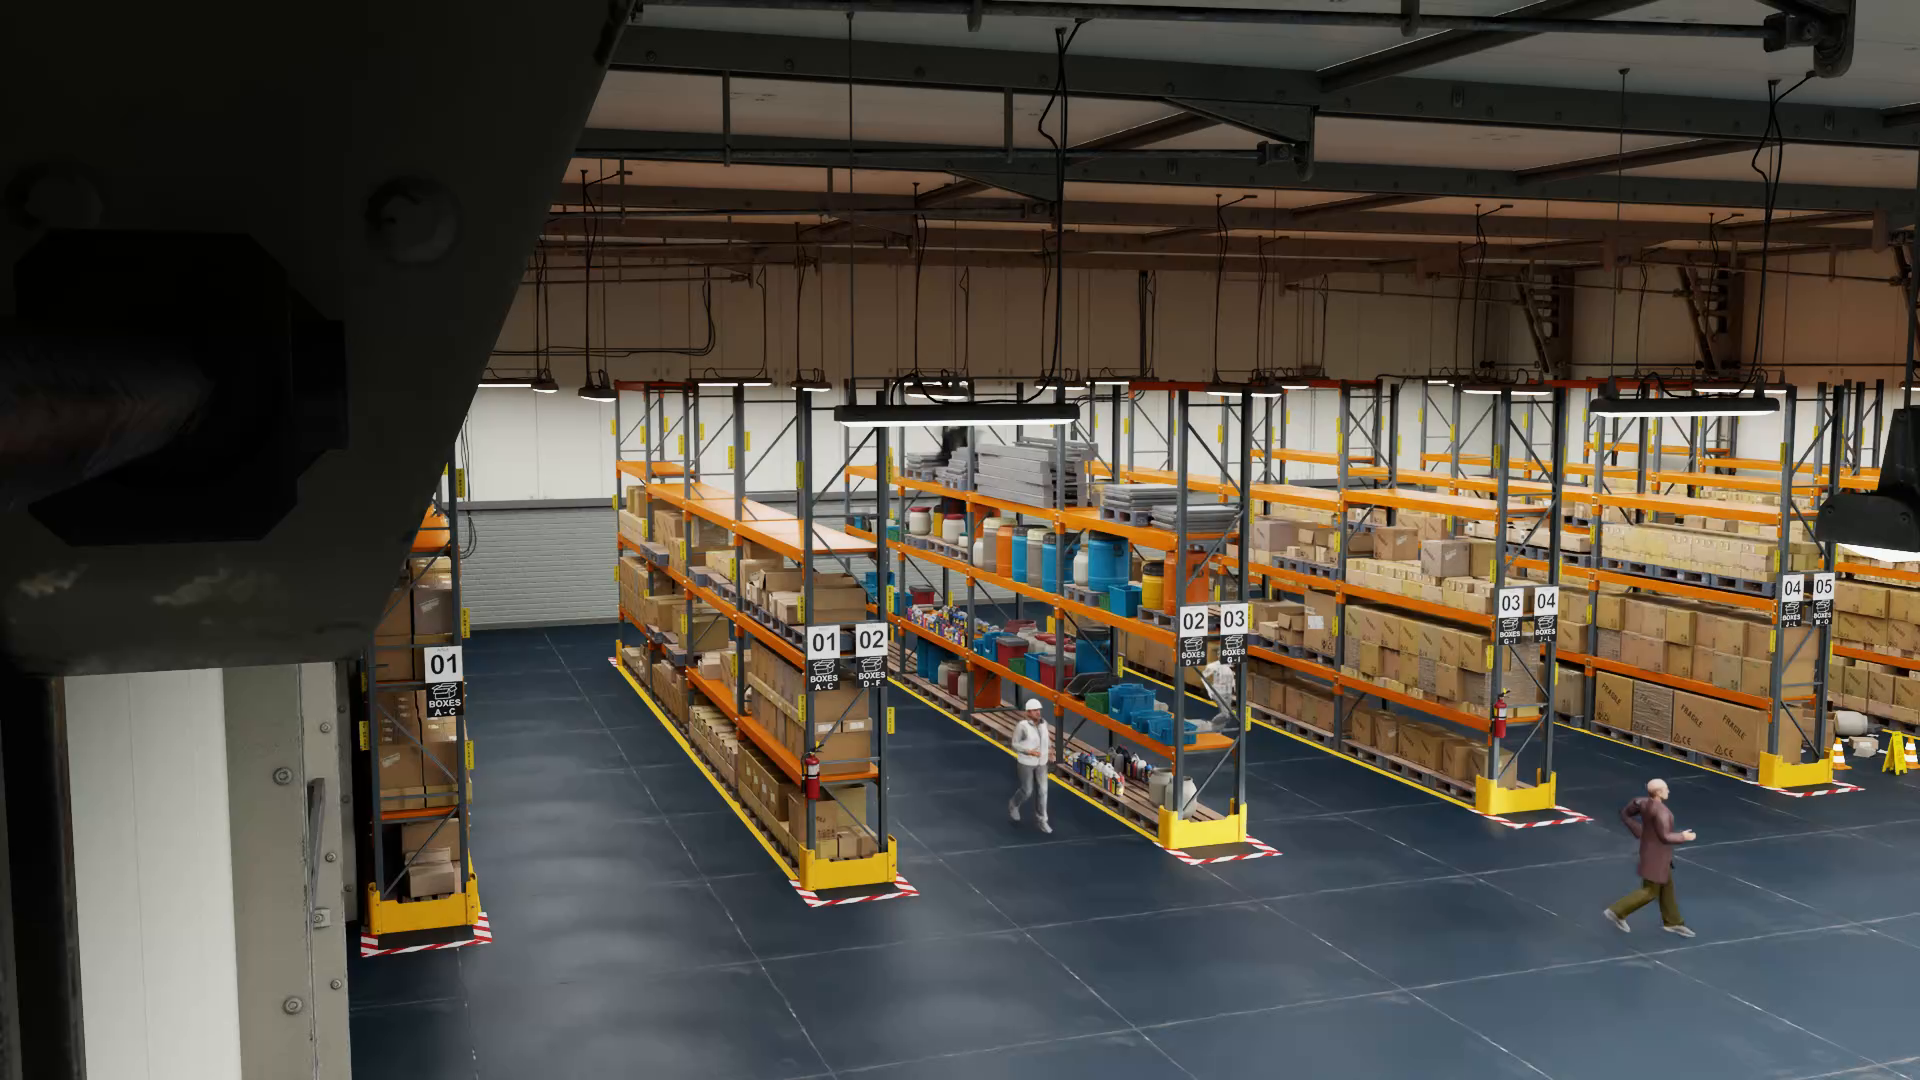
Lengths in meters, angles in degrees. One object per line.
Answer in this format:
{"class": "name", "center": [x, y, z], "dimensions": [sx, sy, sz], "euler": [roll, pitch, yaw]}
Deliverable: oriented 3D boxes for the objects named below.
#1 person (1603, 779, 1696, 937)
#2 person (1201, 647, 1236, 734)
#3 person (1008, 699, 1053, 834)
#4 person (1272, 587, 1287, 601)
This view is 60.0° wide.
{"class": "person", "center": [7.616, 3.506, 18.279], "dimensions": [1.049, 1.798, 0.707], "euler": [0, 6, 3]}
{"class": "person", "center": [4.404, 2.574, 27.757], "dimensions": [0.604, 1.653, 0.551], "euler": [-3, 7, -30]}
{"class": "person", "center": [0.986, 3.049, 22.729], "dimensions": [0.681, 1.793, 0.847], "euler": [-3, 7, -30]}
{"class": "person", "center": [7.856, 1.136, 41.183], "dimensions": [0.859, 1.717, 0.694], "euler": [2, 6, 22]}
